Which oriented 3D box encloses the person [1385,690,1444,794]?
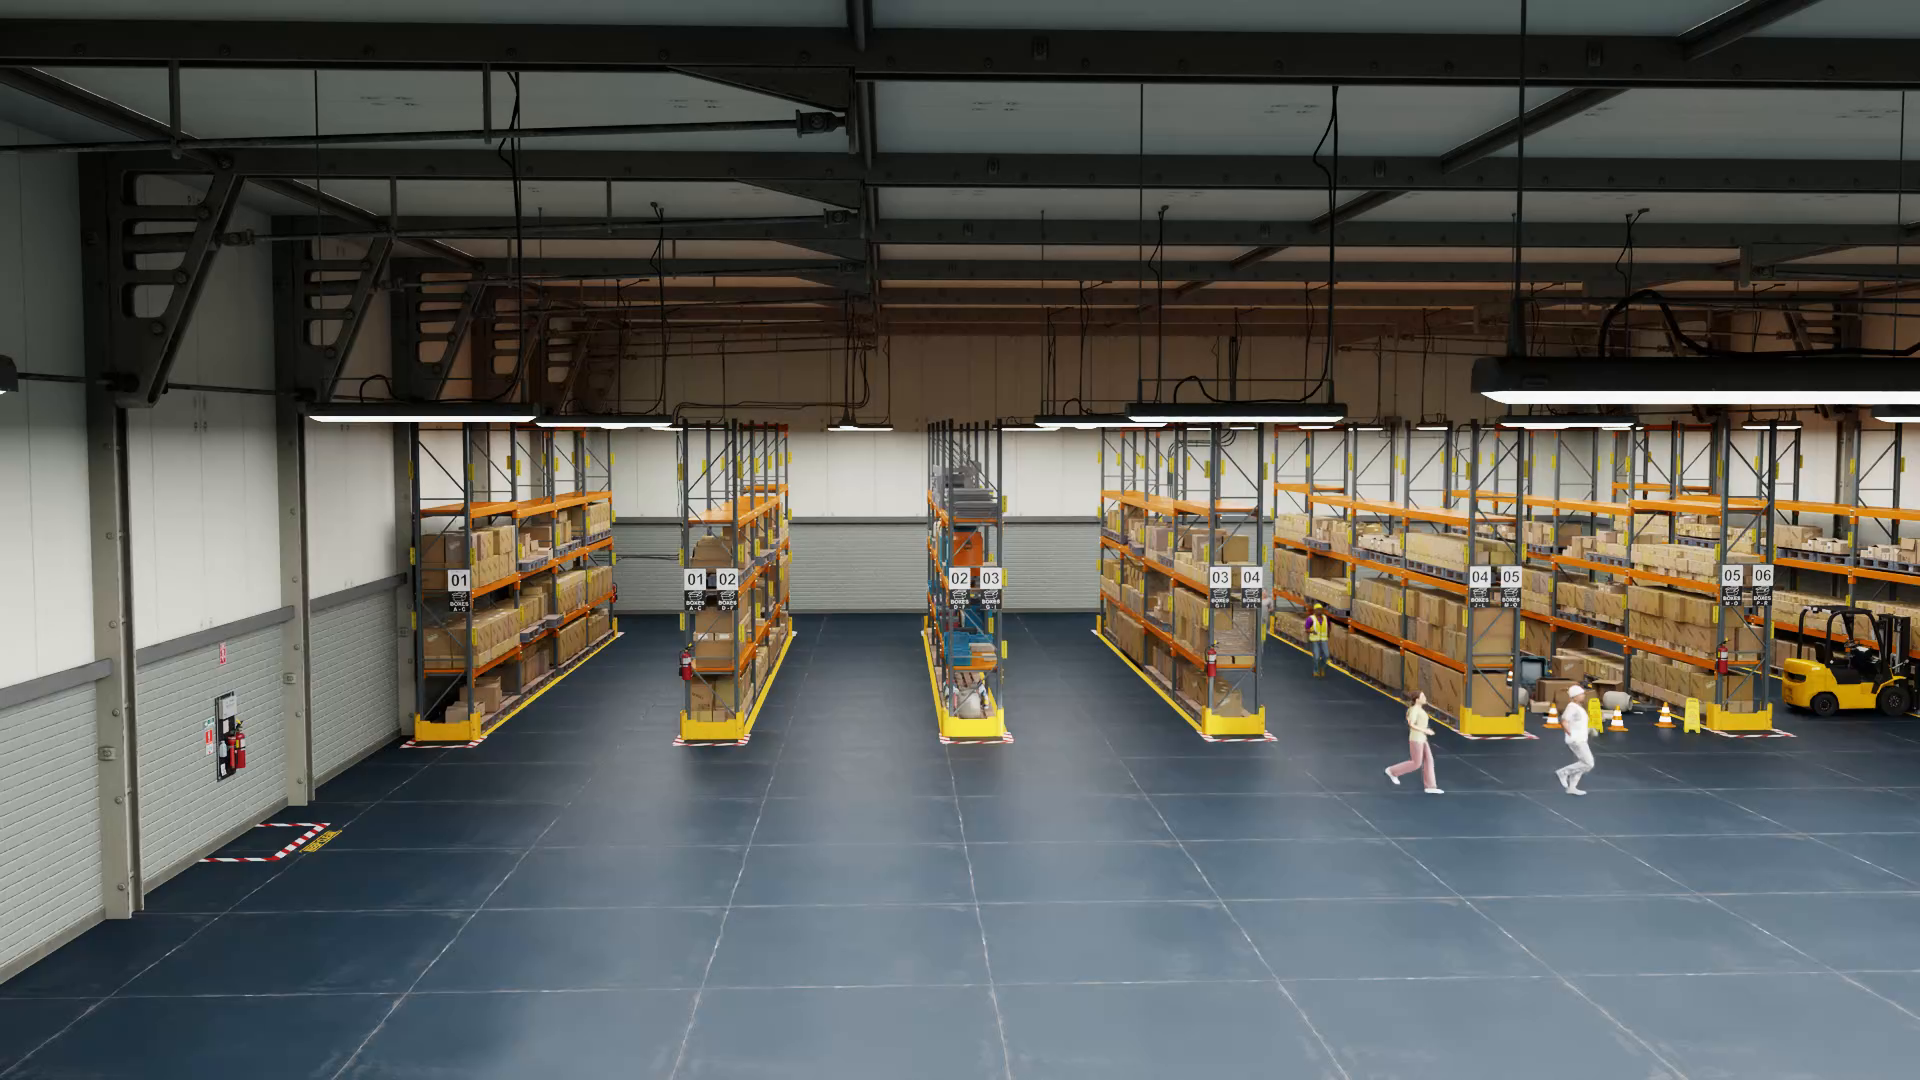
[{"bbox_3d":[7.253,3.202,26.469,0.913,1.657,0.578,2,4,24],"label":"person"}]

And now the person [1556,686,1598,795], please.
[{"bbox_3d":[9.777,3.171,26.326,0.596,1.734,0.687,2,4,26],"label":"person"}]

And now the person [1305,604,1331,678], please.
[{"bbox_3d":[8.407,2.361,38.851,0.681,1.743,0.618,0,4,-5],"label":"person"}]

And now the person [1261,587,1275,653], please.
[{"bbox_3d":[7.987,2.097,43.744,0.553,1.724,0.764,0,4,-4],"label":"person"}]
